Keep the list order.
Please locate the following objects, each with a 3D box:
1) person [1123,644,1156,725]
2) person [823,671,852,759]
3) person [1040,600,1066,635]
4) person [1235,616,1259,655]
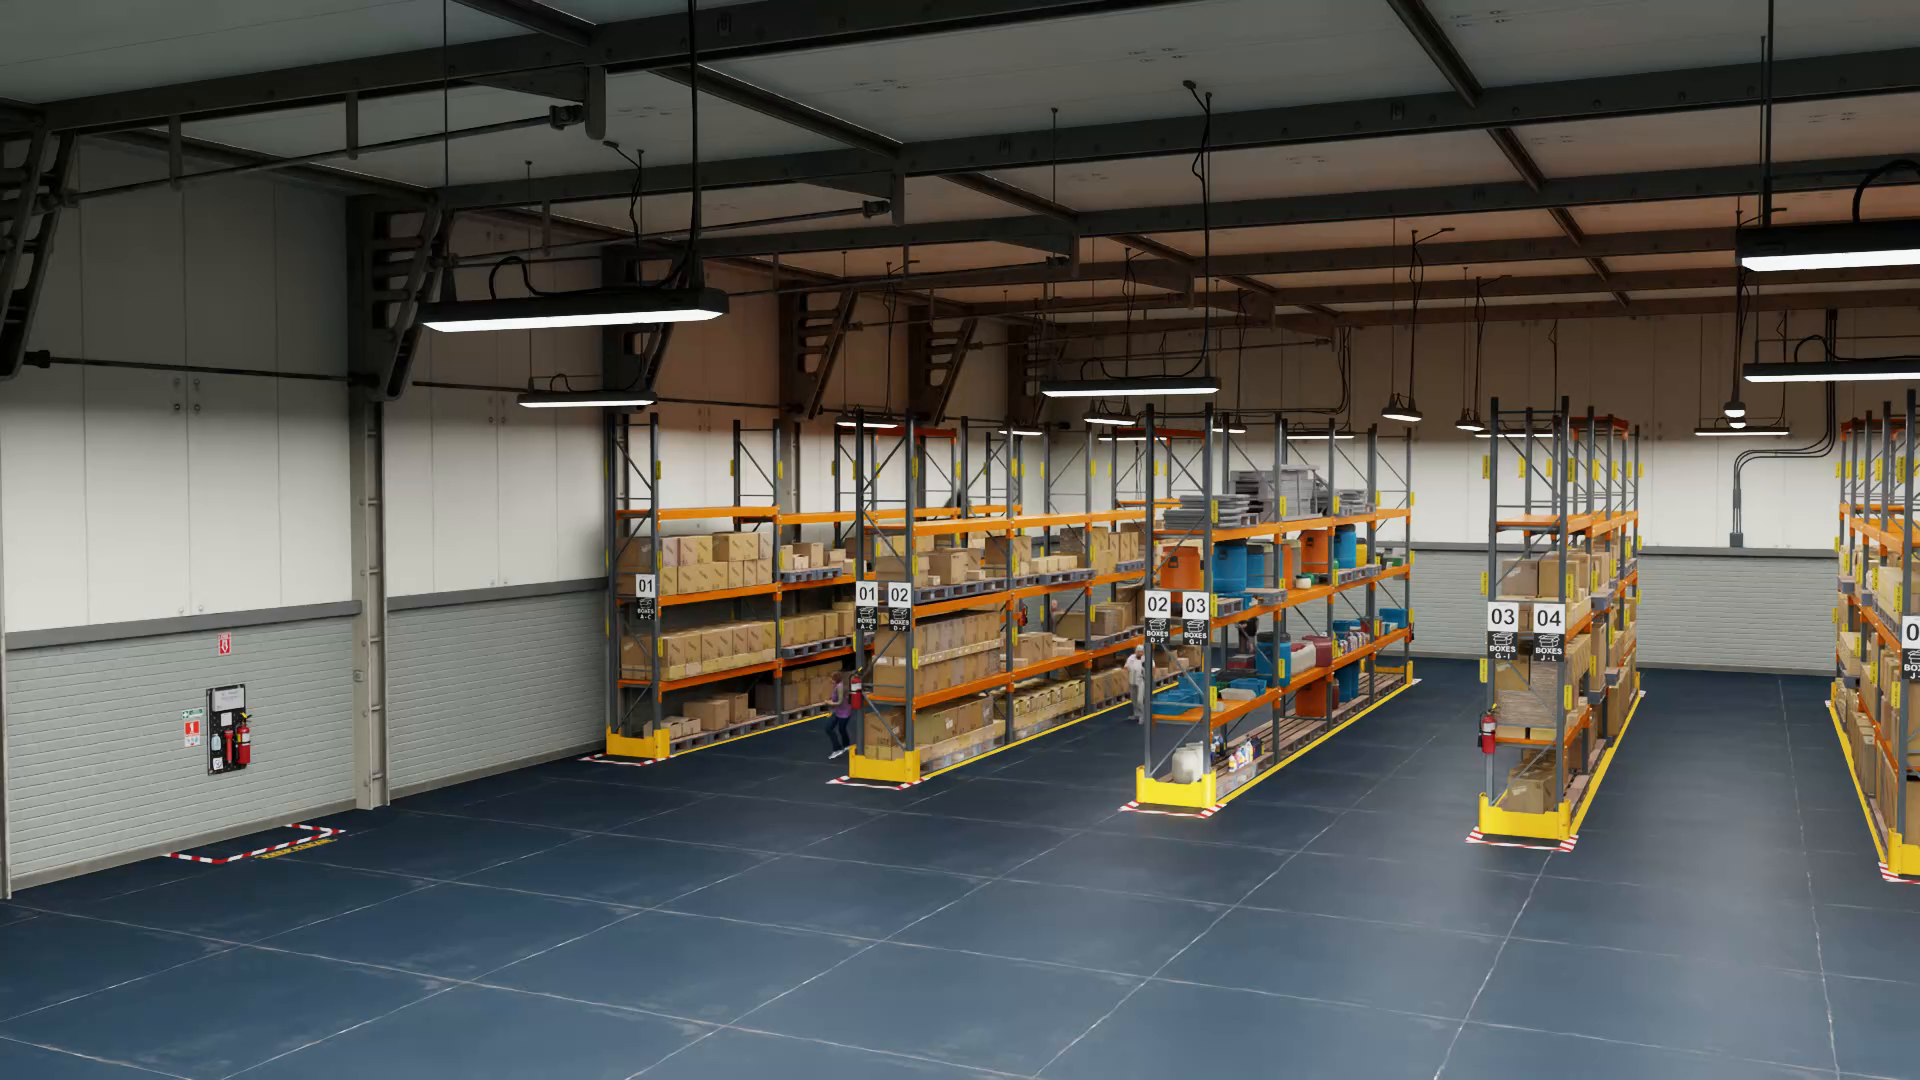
[{"bbox_3d":[3.513,2.852,32.964,0.683,1.605,0.828,2,3,36],"label":"person"},{"bbox_3d":[-2.087,3.065,28.846,0.654,1.417,0.691,-2,3,-34],"label":"person"},{"bbox_3d":[2.385,2.382,41.711,0.743,1.742,0.565,0,2,3],"label":"person"},{"bbox_3d":[7.078,2.418,40.990,0.645,1.781,0.847,0,2,3],"label":"person"}]
